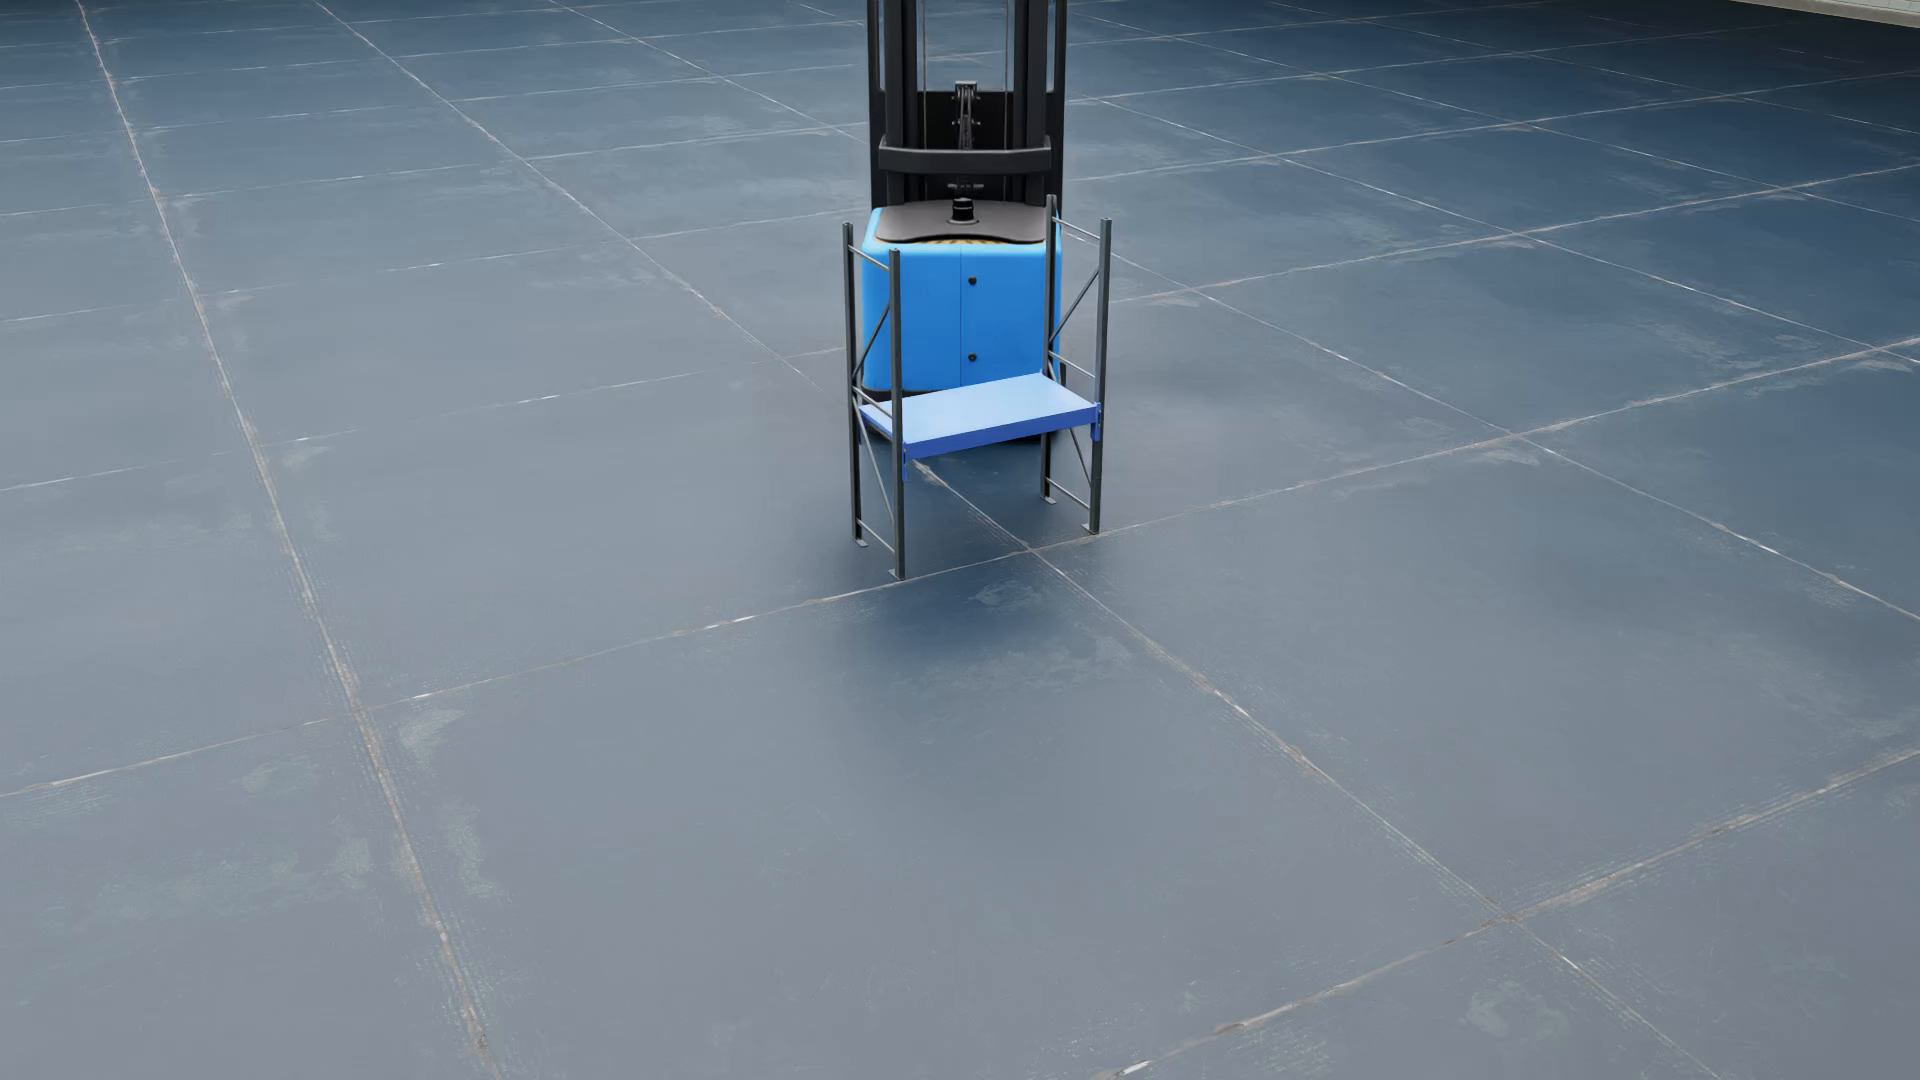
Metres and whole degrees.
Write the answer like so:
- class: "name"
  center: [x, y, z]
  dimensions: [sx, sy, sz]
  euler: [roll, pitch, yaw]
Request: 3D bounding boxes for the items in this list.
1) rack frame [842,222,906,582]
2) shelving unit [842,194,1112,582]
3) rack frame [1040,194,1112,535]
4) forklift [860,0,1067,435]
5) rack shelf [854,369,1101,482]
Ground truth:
- class: "rack frame"
  center: [-0.373, -0.590, 7.246]
  dimensions: [0.032, 1.500, 0.500]
  euler: [-13, 29, -25]
- class: "shelving unit"
  center: [0.075, -0.693, 7.462]
  dimensions: [1.048, 1.500, 0.538]
  euler: [-13, 29, -25]
- class: "rack frame"
  center: [0.524, -0.797, 7.677]
  dimensions: [0.032, 1.500, 0.500]
  euler: [-13, 29, -25]
- class: "forklift"
  center: [0.045, -2.467, 9.502]
  dimensions: [1.130, 2.935, 3.031]
  euler: [1, 26, 1]
- class: "rack shelf"
  center: [0.075, -0.531, 7.539]
  dimensions: [1.000, 0.185, 0.538]
  euler: [-13, 29, -25]
